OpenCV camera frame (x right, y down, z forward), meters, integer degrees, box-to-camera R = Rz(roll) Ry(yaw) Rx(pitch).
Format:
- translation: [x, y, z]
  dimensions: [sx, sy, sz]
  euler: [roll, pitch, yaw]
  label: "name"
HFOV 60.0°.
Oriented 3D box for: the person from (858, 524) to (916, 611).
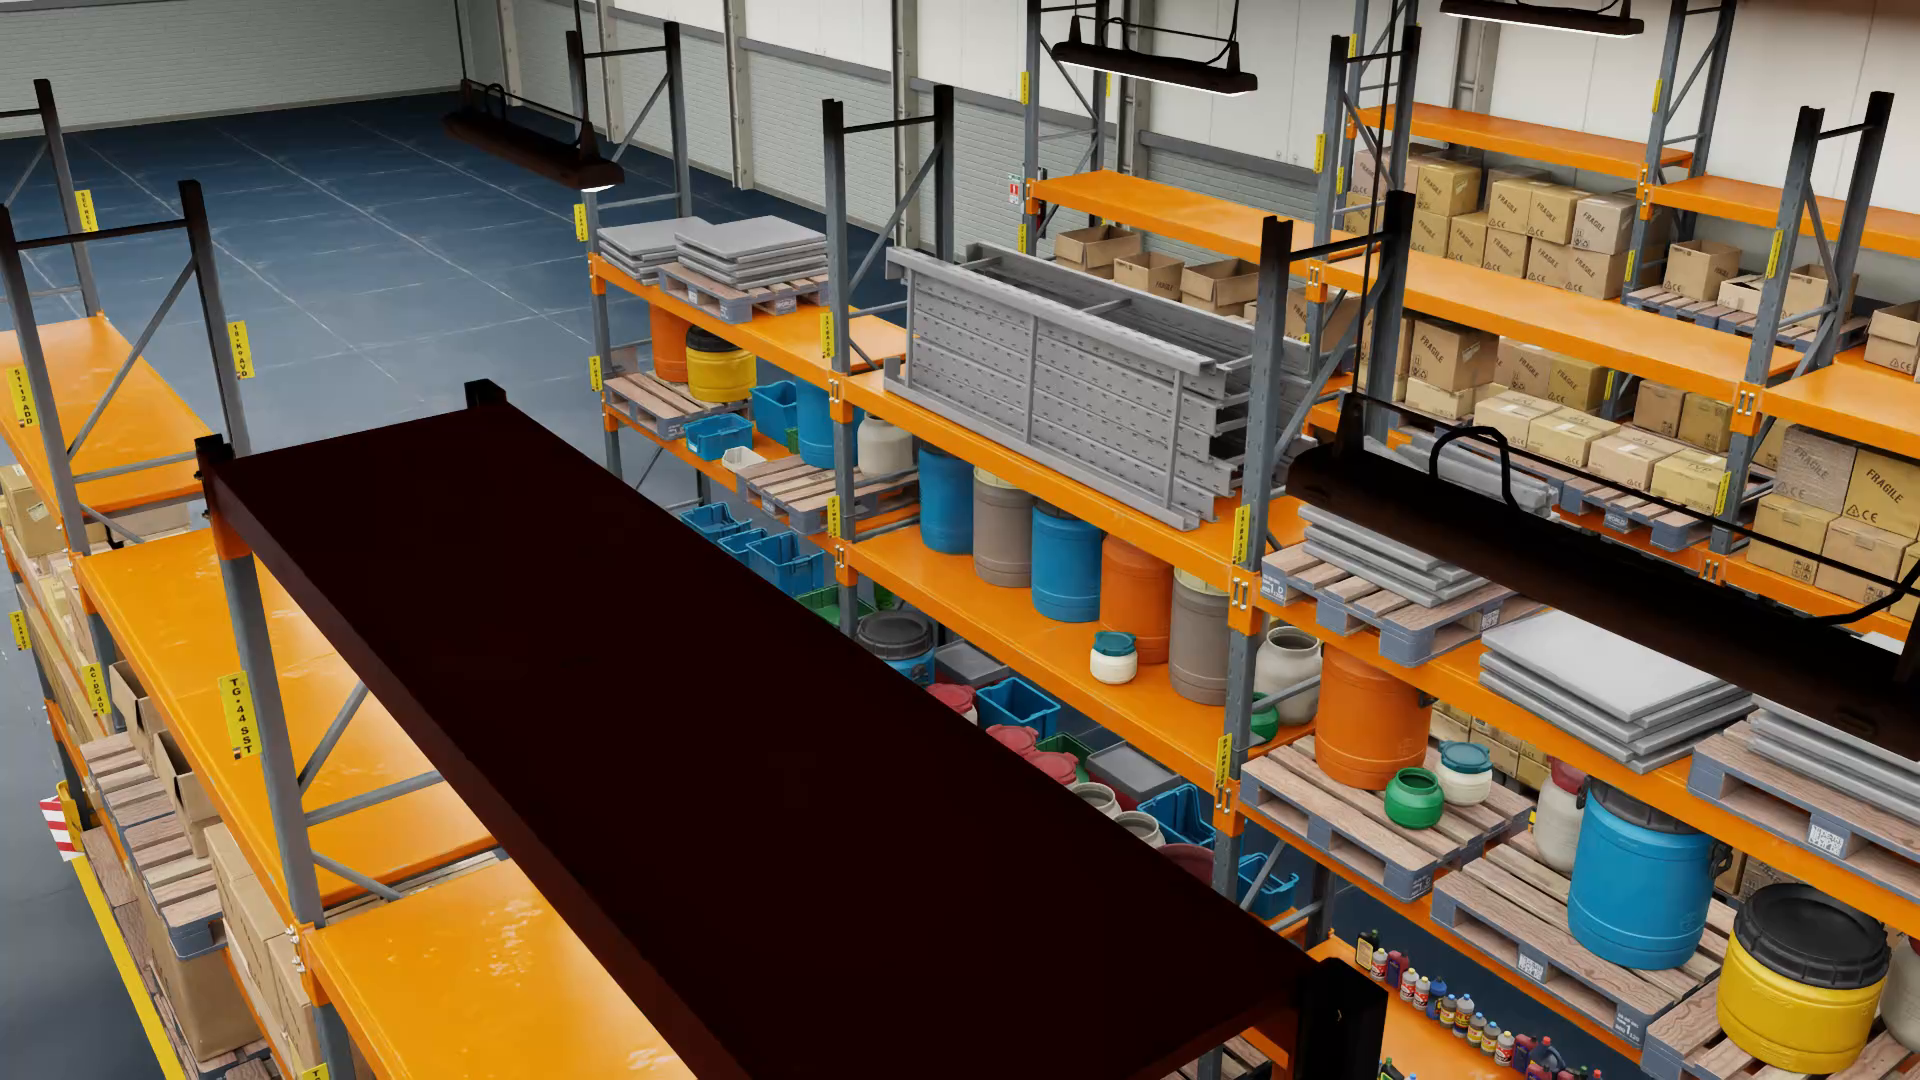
- translation: [-0.811, 0.224, 16.416]
  dimensions: [0.710, 1.793, 0.551]
  euler: [14, 28, 28]
  label: "person"
